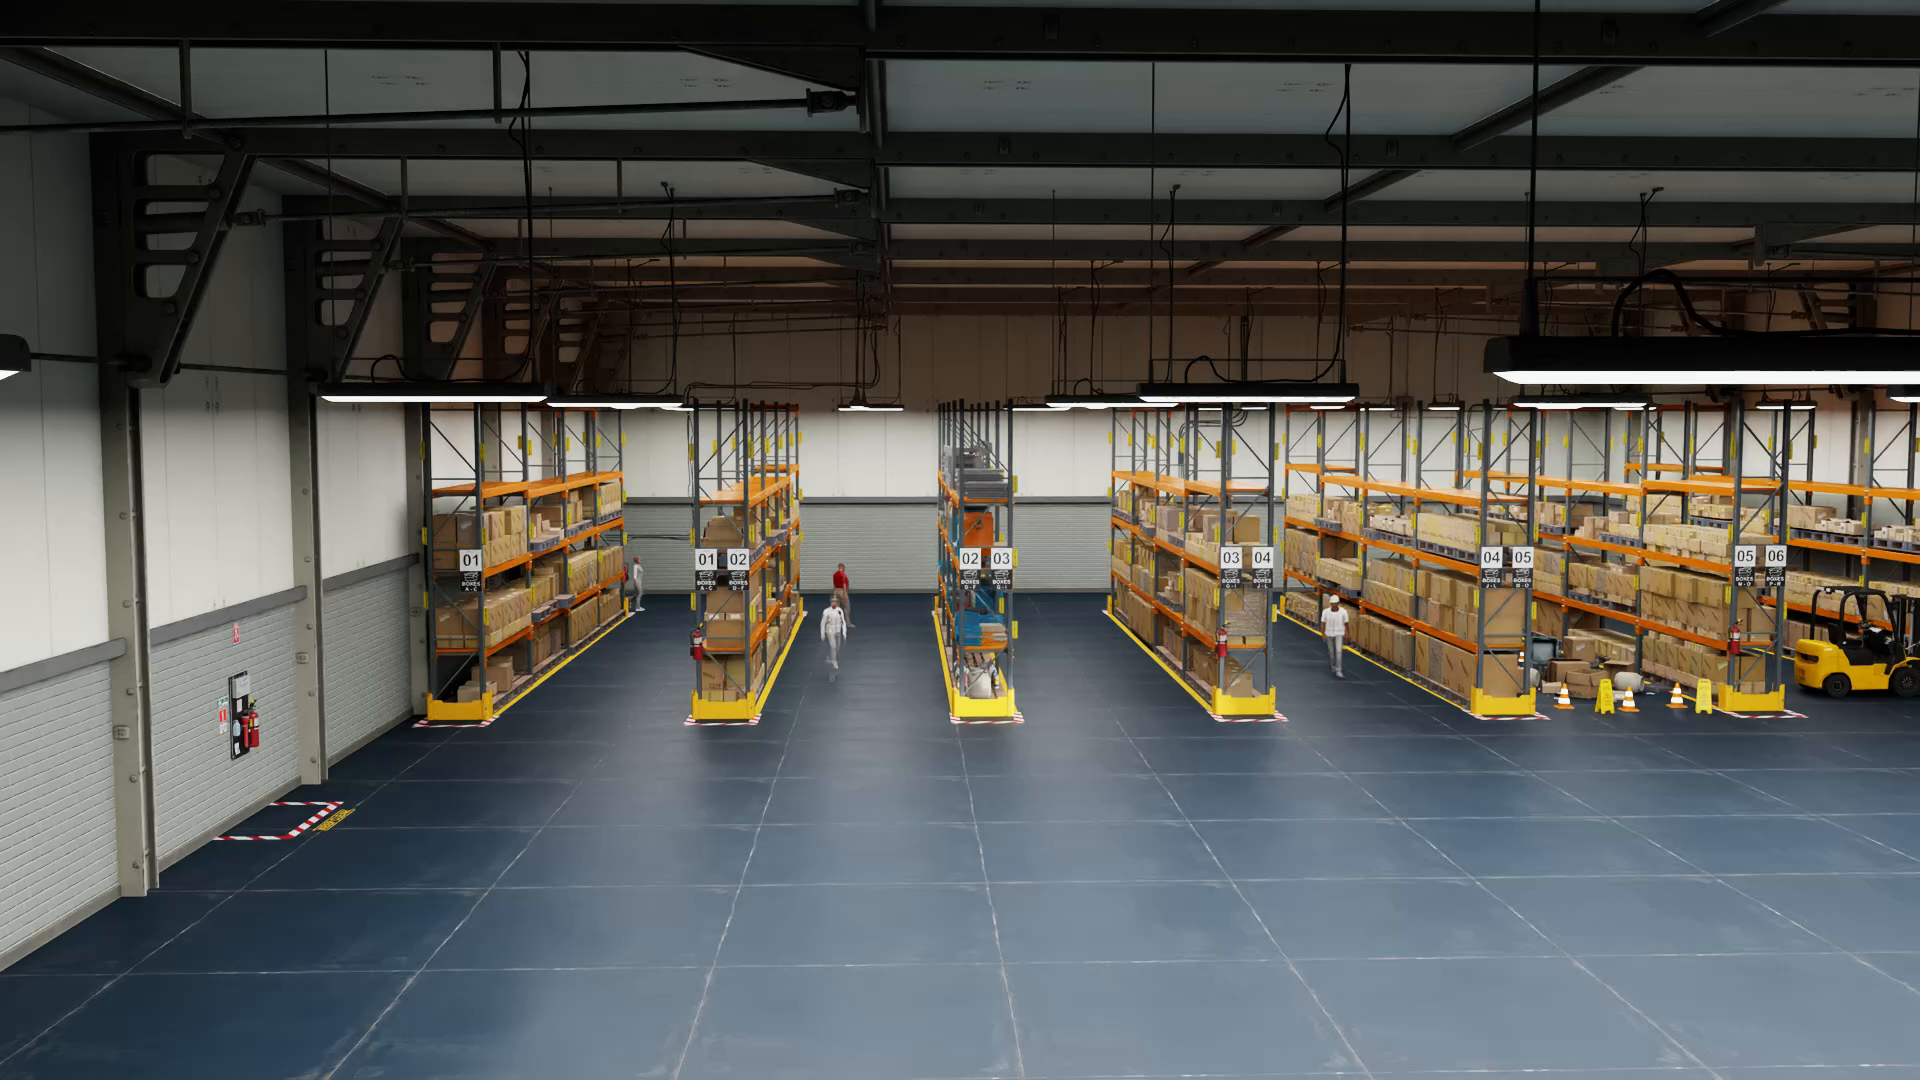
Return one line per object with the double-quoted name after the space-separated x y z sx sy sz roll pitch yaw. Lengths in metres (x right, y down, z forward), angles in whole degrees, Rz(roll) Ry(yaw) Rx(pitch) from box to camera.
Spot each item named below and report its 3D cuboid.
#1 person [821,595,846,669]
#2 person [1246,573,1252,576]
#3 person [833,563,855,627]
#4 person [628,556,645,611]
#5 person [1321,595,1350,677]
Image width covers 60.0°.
-2.704 1.967 35.896 0.531 1.552 1.065 -3 5 -31 "person"
8.919 1.061 50.318 0.583 1.679 1.018 1 5 18 "person"
-3.159 1.483 44.585 0.571 1.744 0.656 4 6 45 "person"
-9.414 1.253 48.221 0.536 1.591 0.412 0 4 -5 "person"
8.166 2.075 36.294 0.611 1.726 0.894 2 5 25 "person"
